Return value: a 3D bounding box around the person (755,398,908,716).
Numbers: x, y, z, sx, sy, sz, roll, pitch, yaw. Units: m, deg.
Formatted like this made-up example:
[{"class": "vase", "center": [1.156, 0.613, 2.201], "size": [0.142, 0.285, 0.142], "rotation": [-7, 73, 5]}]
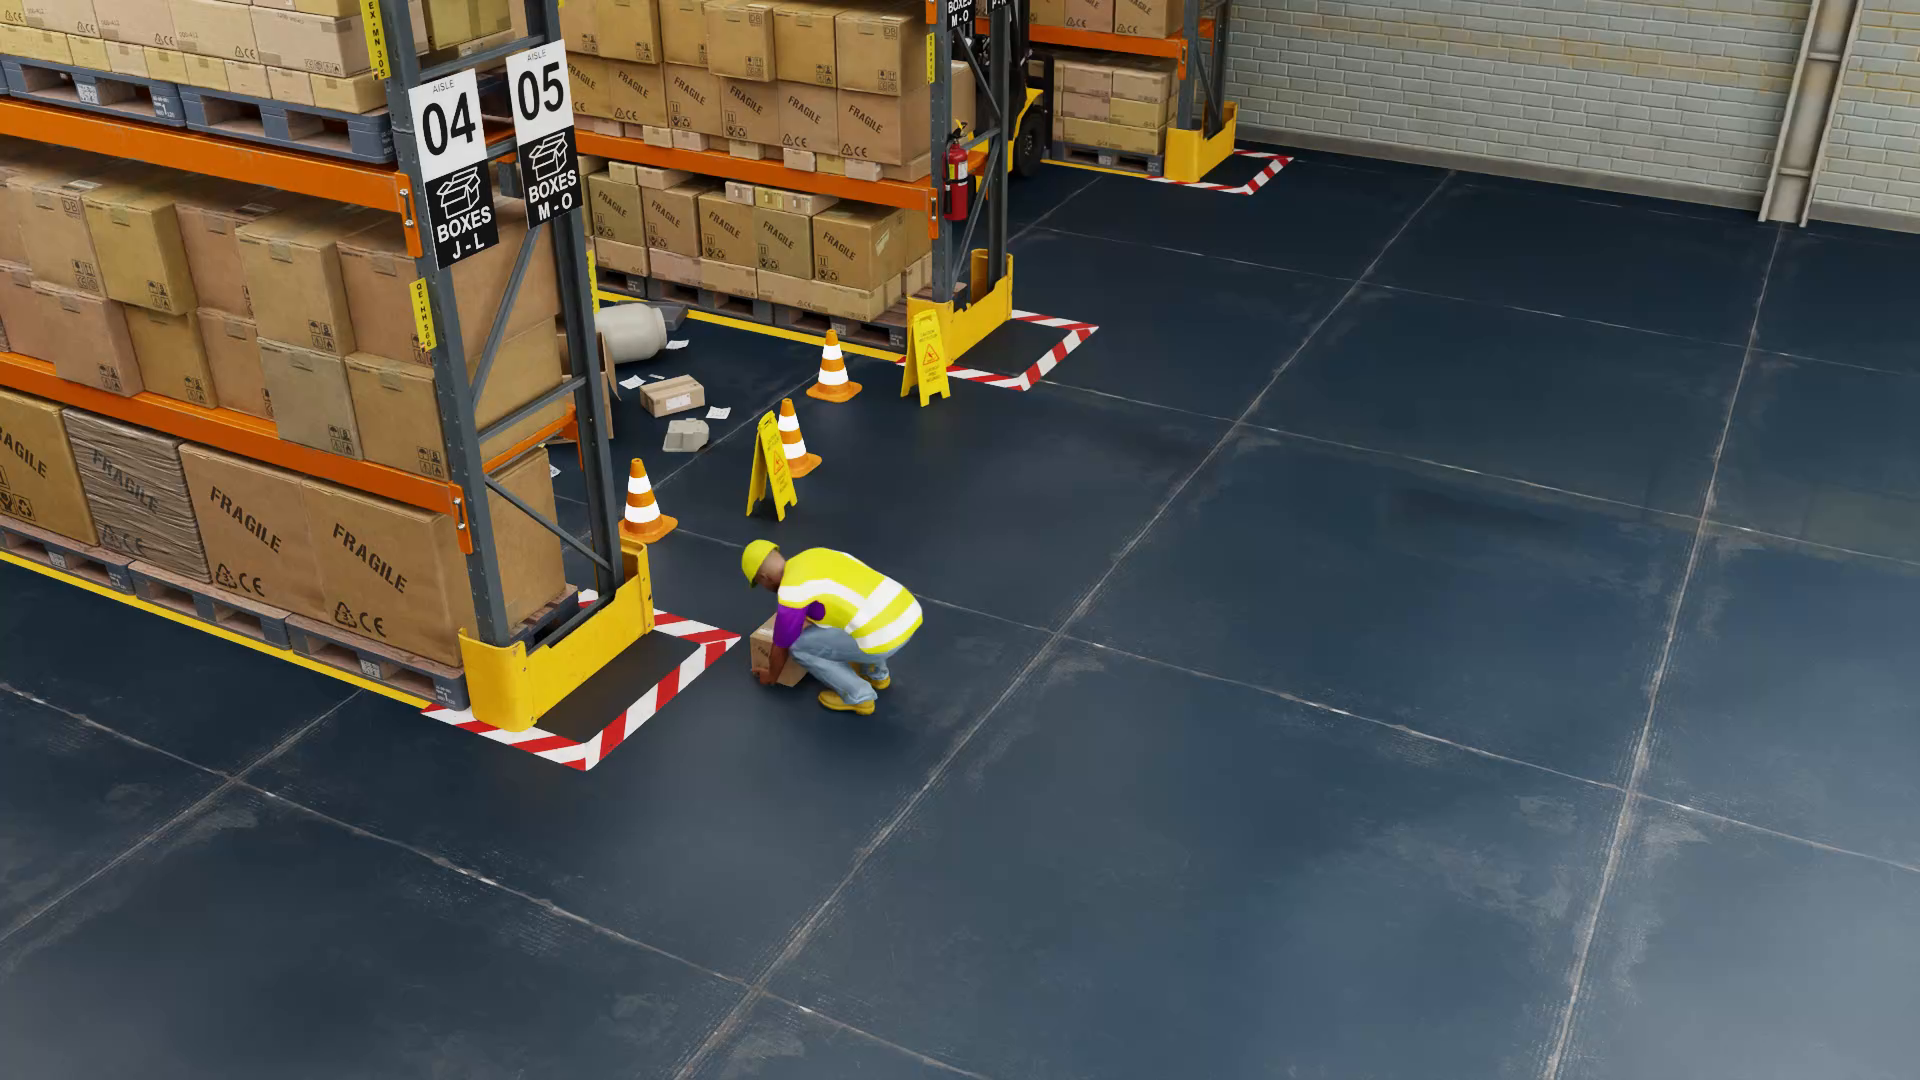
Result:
[{"class": "person", "center": [-0.644, 0.074, 8.295], "size": [0.749, 1.609, 0.480], "rotation": [14, 33, 22]}]
